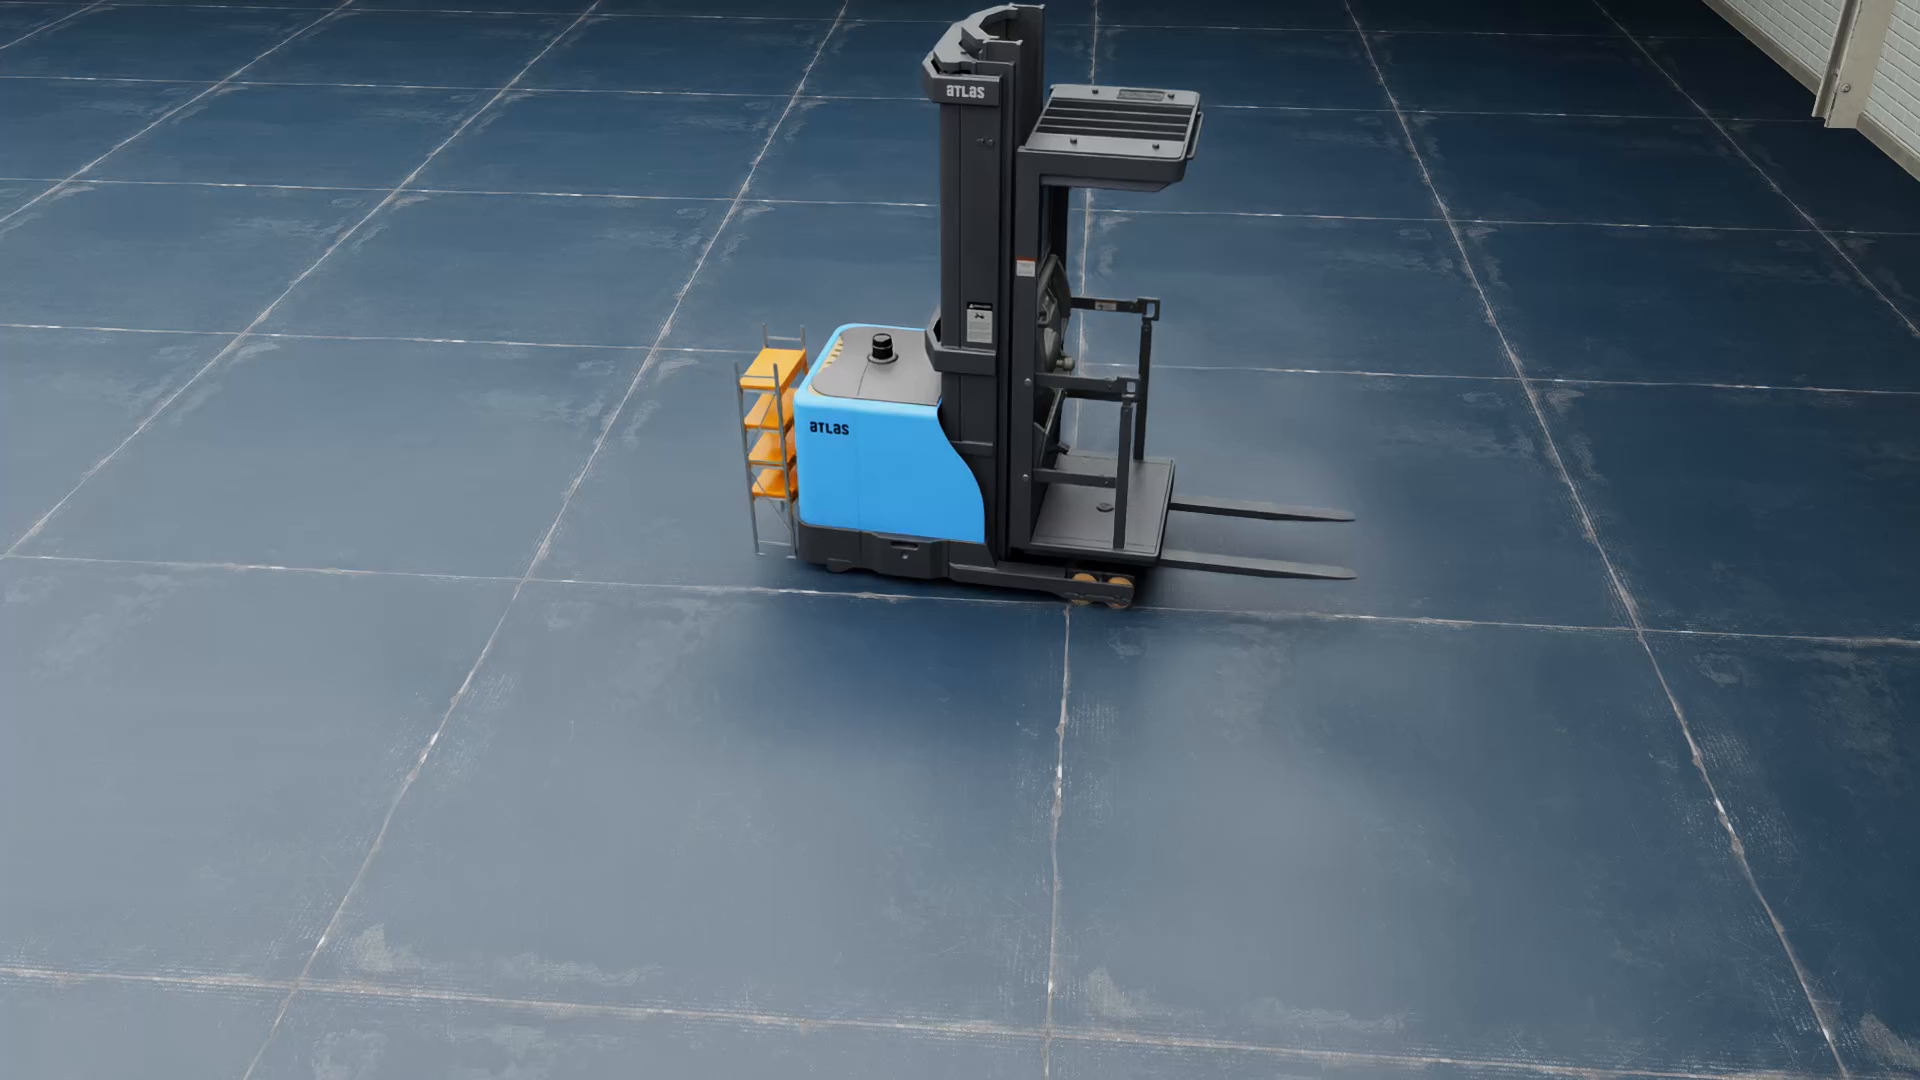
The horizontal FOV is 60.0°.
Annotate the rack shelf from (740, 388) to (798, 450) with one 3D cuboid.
[{"bbox_3d":[-1.012,-0.682,9.186,0.258,0.148,0.480,5,32,11],"label":"rack shelf"}]

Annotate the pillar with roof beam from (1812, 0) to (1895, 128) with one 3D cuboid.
[{"bbox_3d":[4.187,-8.069,14.046,9.100,9.000,0.400,2,32,4],"label":"pillar with roof beam"}]

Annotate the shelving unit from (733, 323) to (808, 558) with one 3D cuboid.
[{"bbox_3d":[-1.007,-0.548,9.267,0.258,1.200,0.503,5,32,11],"label":"shelving unit"}]

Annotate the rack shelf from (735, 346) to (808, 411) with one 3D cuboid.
[{"bbox_3d":[-1.020,-0.884,9.064,0.258,0.148,0.480,5,32,11],"label":"rack shelf"}]

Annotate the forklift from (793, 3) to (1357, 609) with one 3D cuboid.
[{"bbox_3d":[0.674,-1.184,8.658,3.031,2.935,1.130,6,32,10],"label":"forklift"}]

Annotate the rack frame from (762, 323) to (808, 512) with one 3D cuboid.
[{"bbox_3d":[-0.956,-0.673,9.470,0.240,1.200,0.015,5,32,11],"label":"rack frame"}]

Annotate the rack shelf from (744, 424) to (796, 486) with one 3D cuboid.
[{"bbox_3d":[-1.004,-0.491,9.302,0.258,0.148,0.480,5,32,11],"label":"rack shelf"}]

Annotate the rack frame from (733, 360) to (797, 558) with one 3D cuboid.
[{"bbox_3d":[-1.058,-0.423,9.064,0.240,1.200,0.015,5,32,11],"label":"rack frame"}]

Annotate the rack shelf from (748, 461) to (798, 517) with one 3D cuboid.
[{"bbox_3d":[-0.998,-0.321,9.405,0.258,0.148,0.480,5,32,11],"label":"rack shelf"}]
